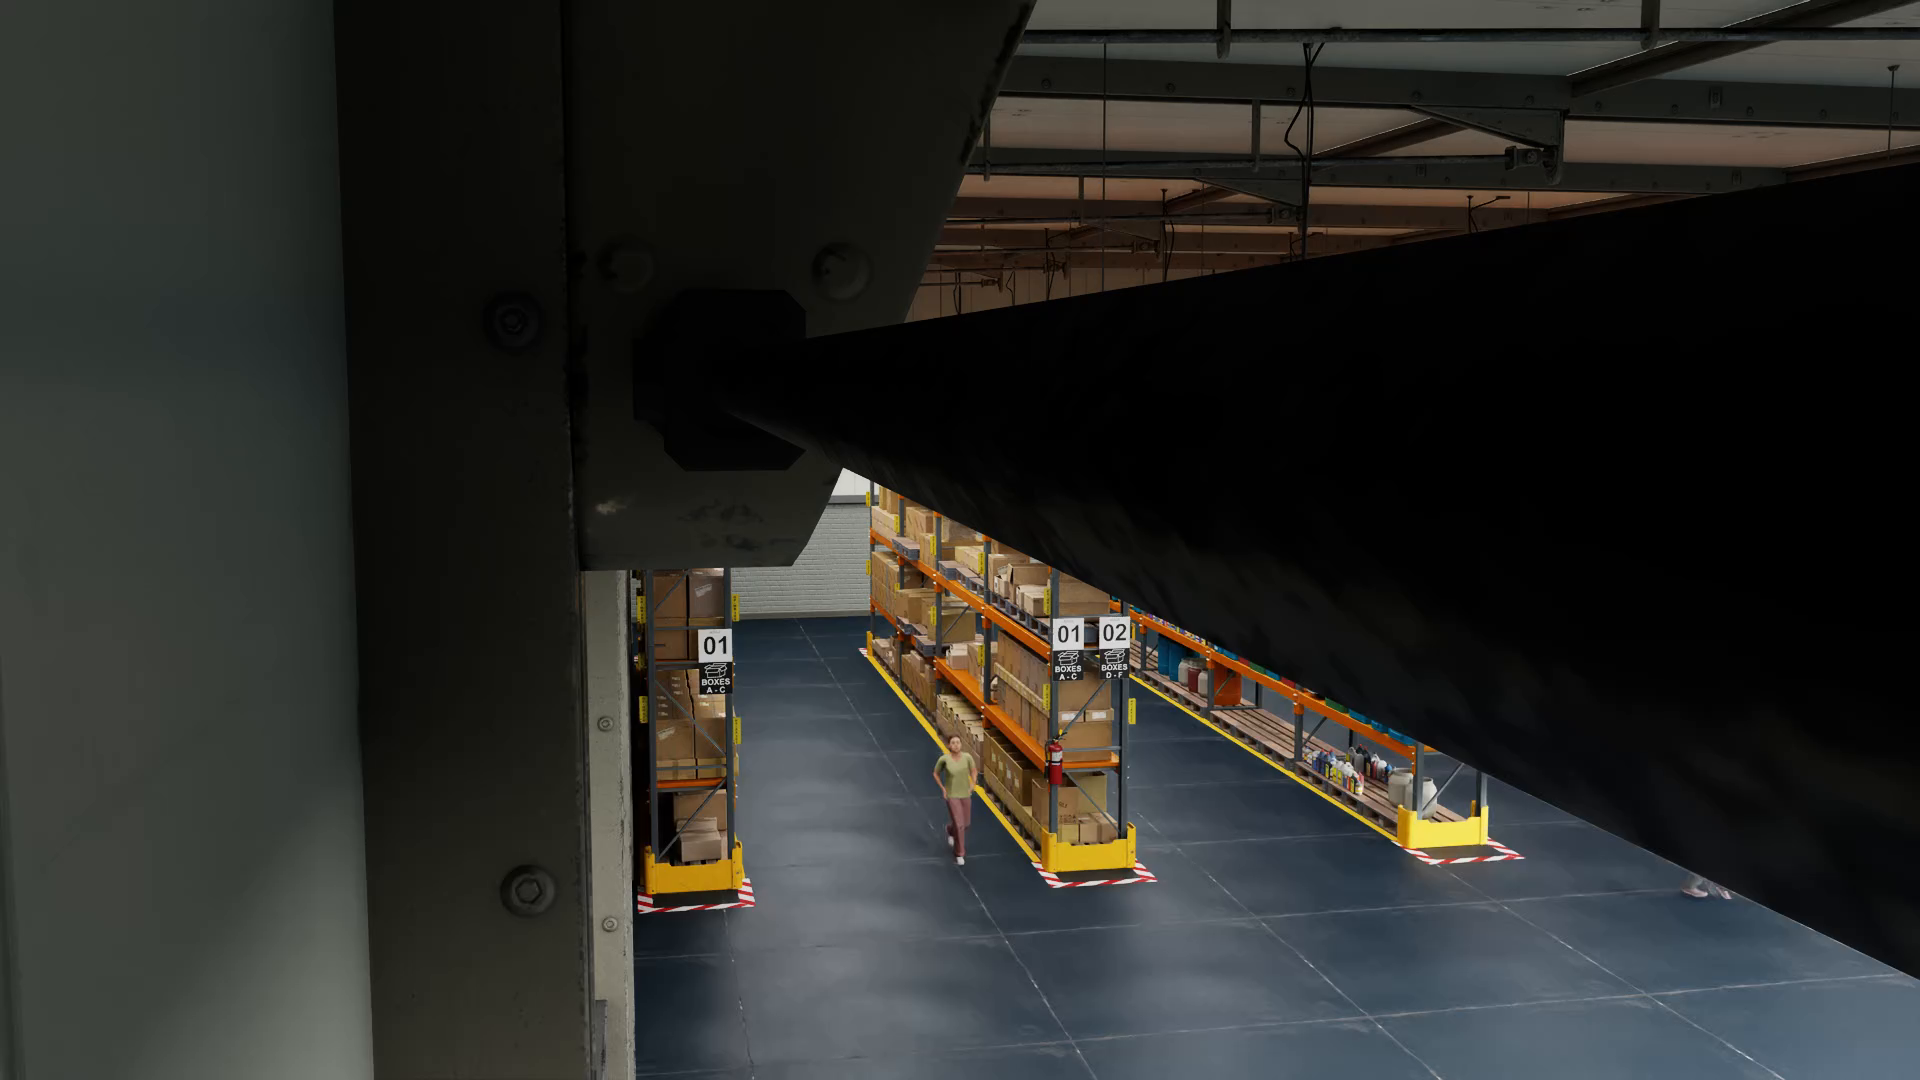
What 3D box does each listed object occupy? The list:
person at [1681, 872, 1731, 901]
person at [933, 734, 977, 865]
[{"bbox_3d":[8.976,3.481,19.737,0.703,1.652,0.582,3,7,26],"label":"person"},{"bbox_3d":[-0.050,3.295,21.380,0.575,1.653,0.687,-2,6,-15],"label":"person"}]
